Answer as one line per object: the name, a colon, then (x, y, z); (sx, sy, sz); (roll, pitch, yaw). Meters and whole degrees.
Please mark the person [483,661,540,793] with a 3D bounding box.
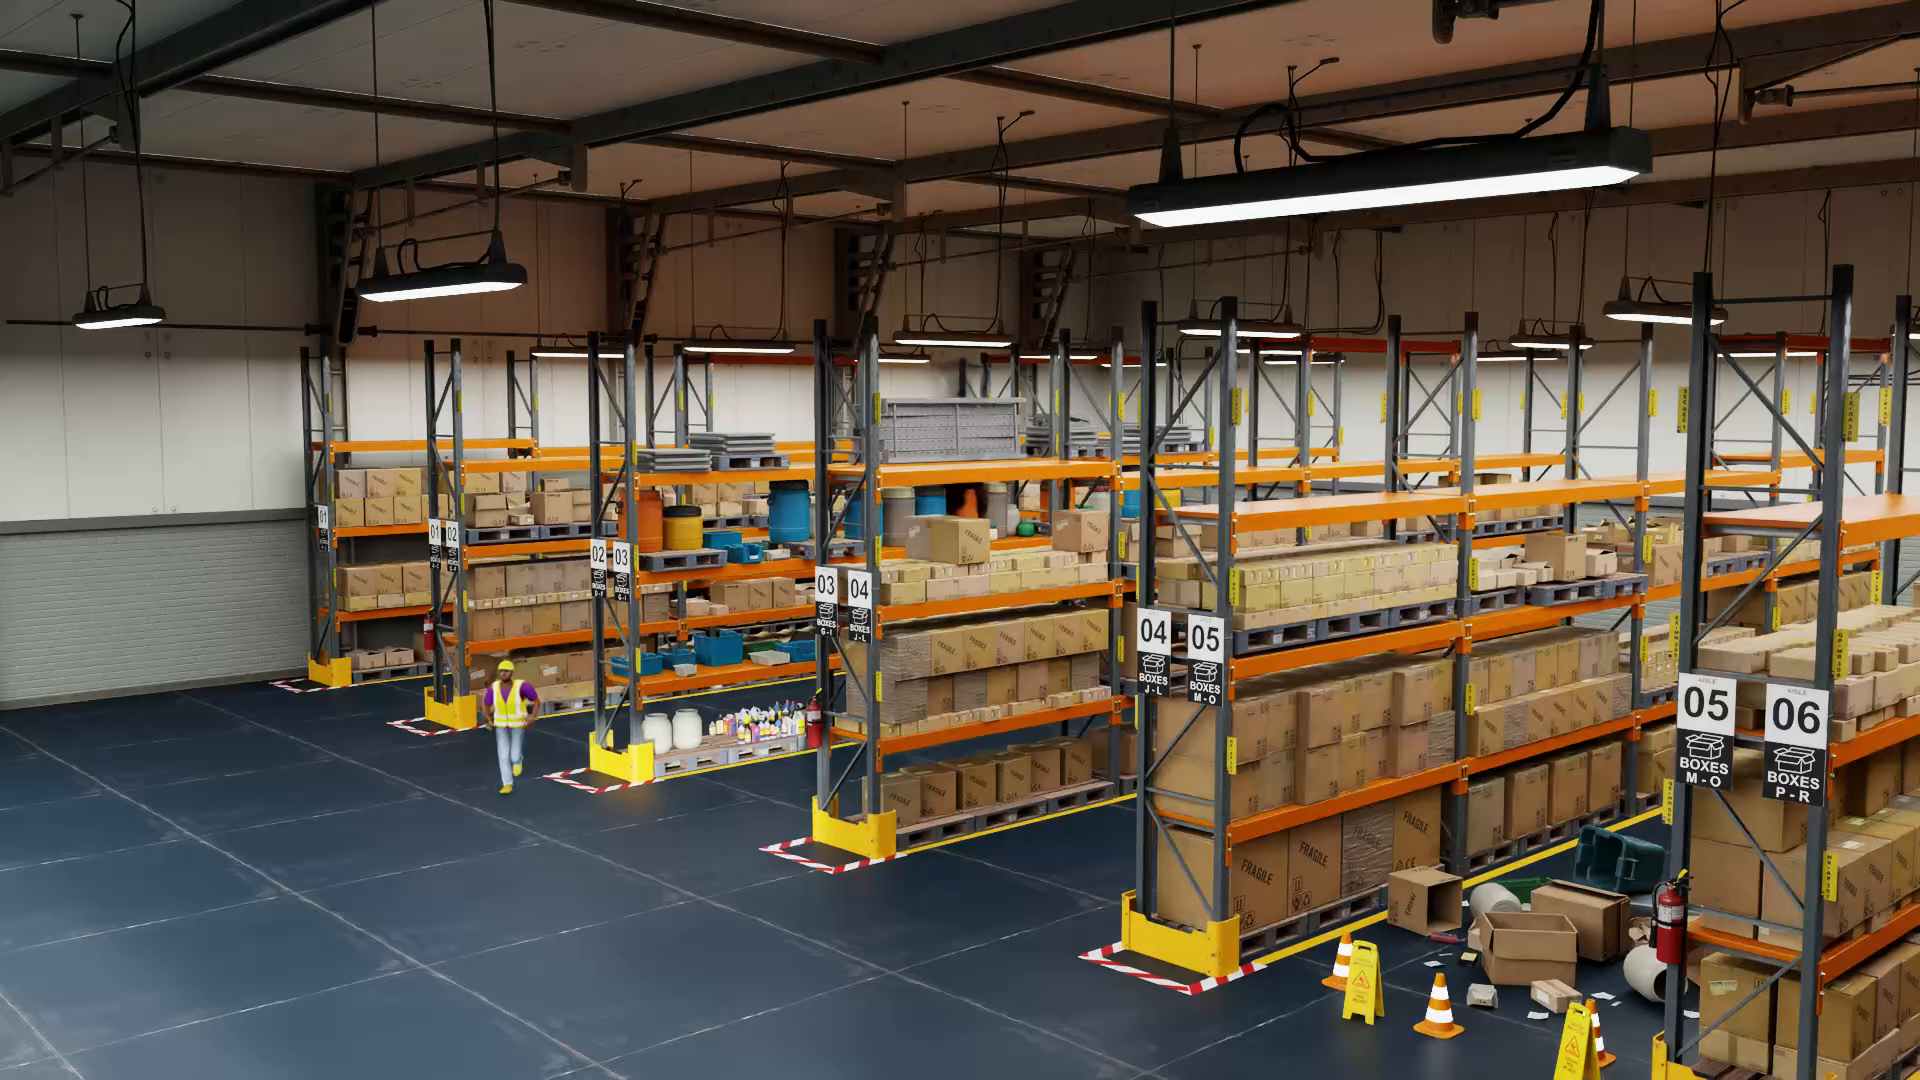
person: (-5.832, 2.410, 21.627); (0.715, 1.735, 0.673); (0, 5, -2)
